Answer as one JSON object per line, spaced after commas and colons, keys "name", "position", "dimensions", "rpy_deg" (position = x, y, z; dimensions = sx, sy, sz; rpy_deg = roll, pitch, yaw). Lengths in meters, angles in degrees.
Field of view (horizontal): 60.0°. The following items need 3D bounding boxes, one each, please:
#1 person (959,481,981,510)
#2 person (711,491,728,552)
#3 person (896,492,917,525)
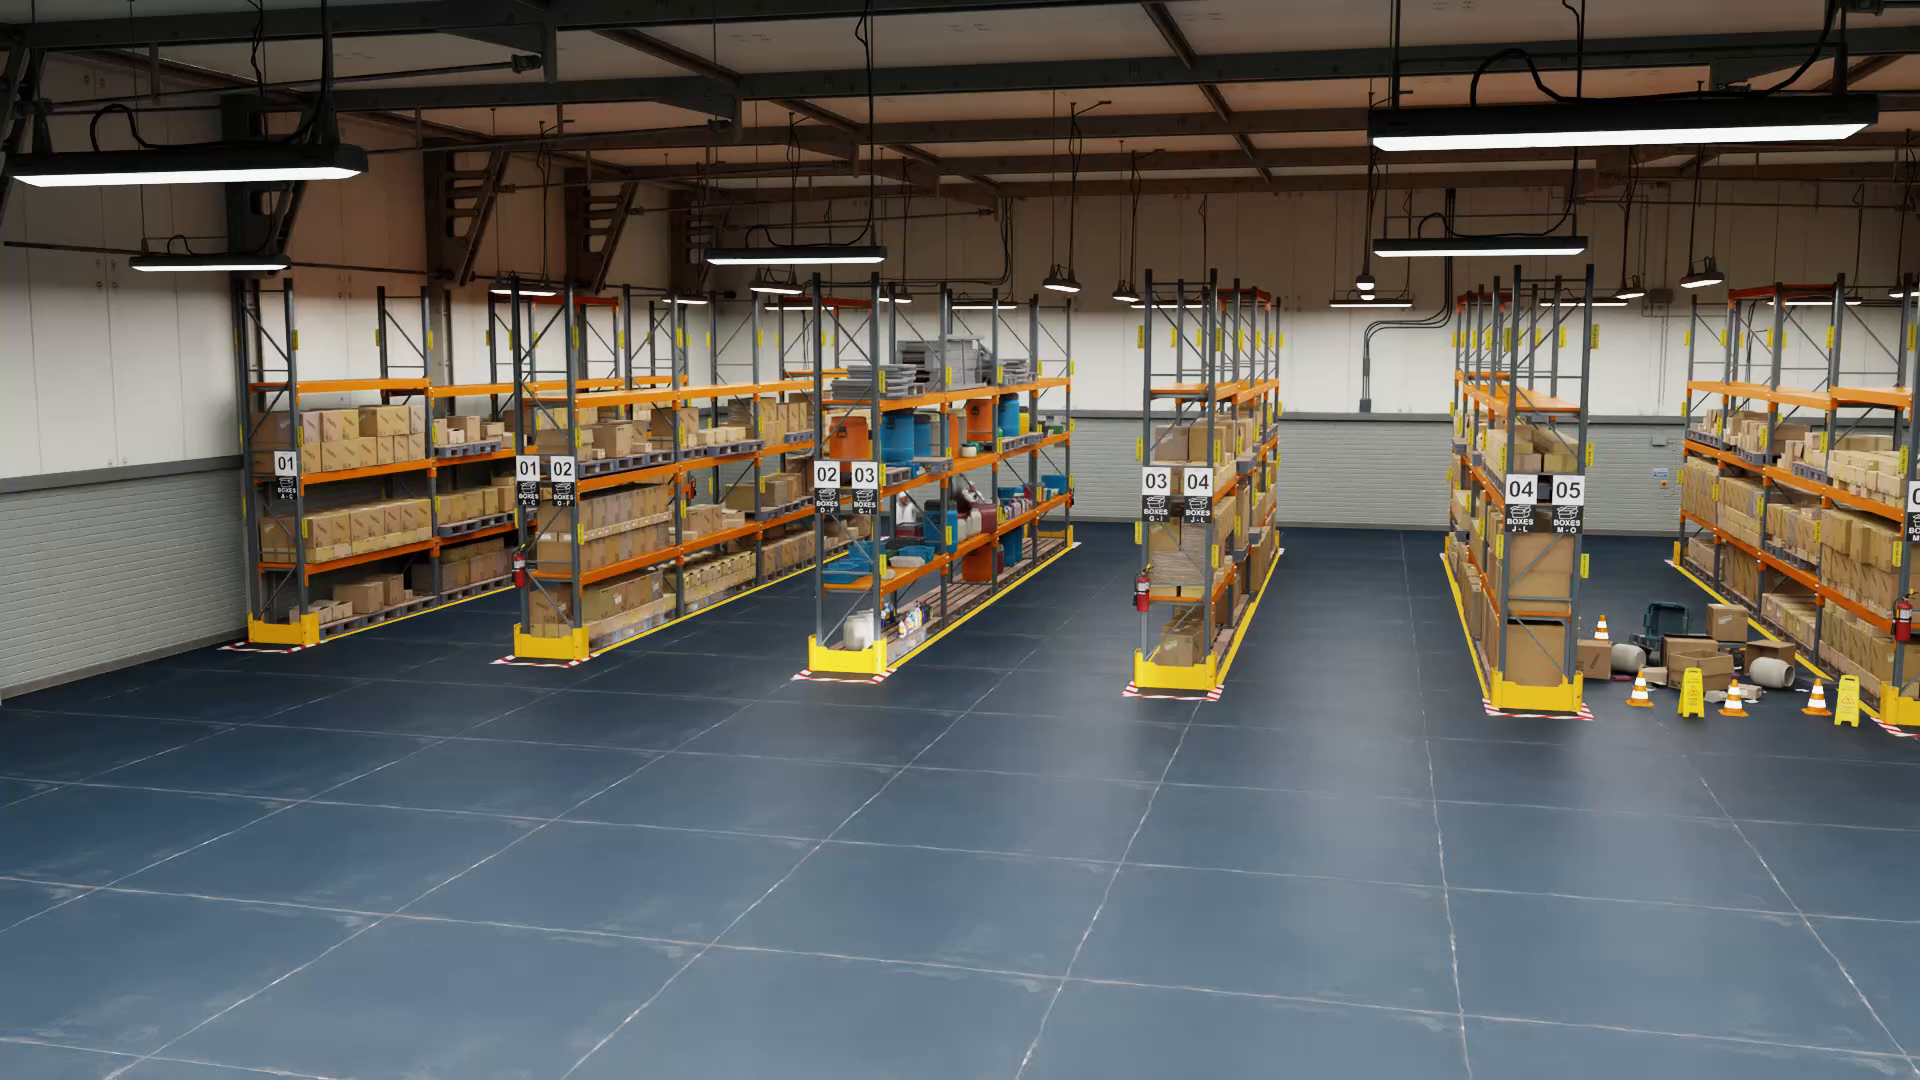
{"name": "person", "position": [0.241, -0.604, 39.772], "dimensions": [0.650, 1.617, 1.028], "rpy_deg": [2, 7, 19]}
{"name": "person", "position": [-5.435, -0.340, 37.587], "dimensions": [0.448, 1.580, 0.636], "rpy_deg": [2, 7, 19]}
{"name": "person", "position": [-1.255, -0.224, 36.417], "dimensions": [0.541, 1.736, 0.988], "rpy_deg": [1, 7, 12]}
